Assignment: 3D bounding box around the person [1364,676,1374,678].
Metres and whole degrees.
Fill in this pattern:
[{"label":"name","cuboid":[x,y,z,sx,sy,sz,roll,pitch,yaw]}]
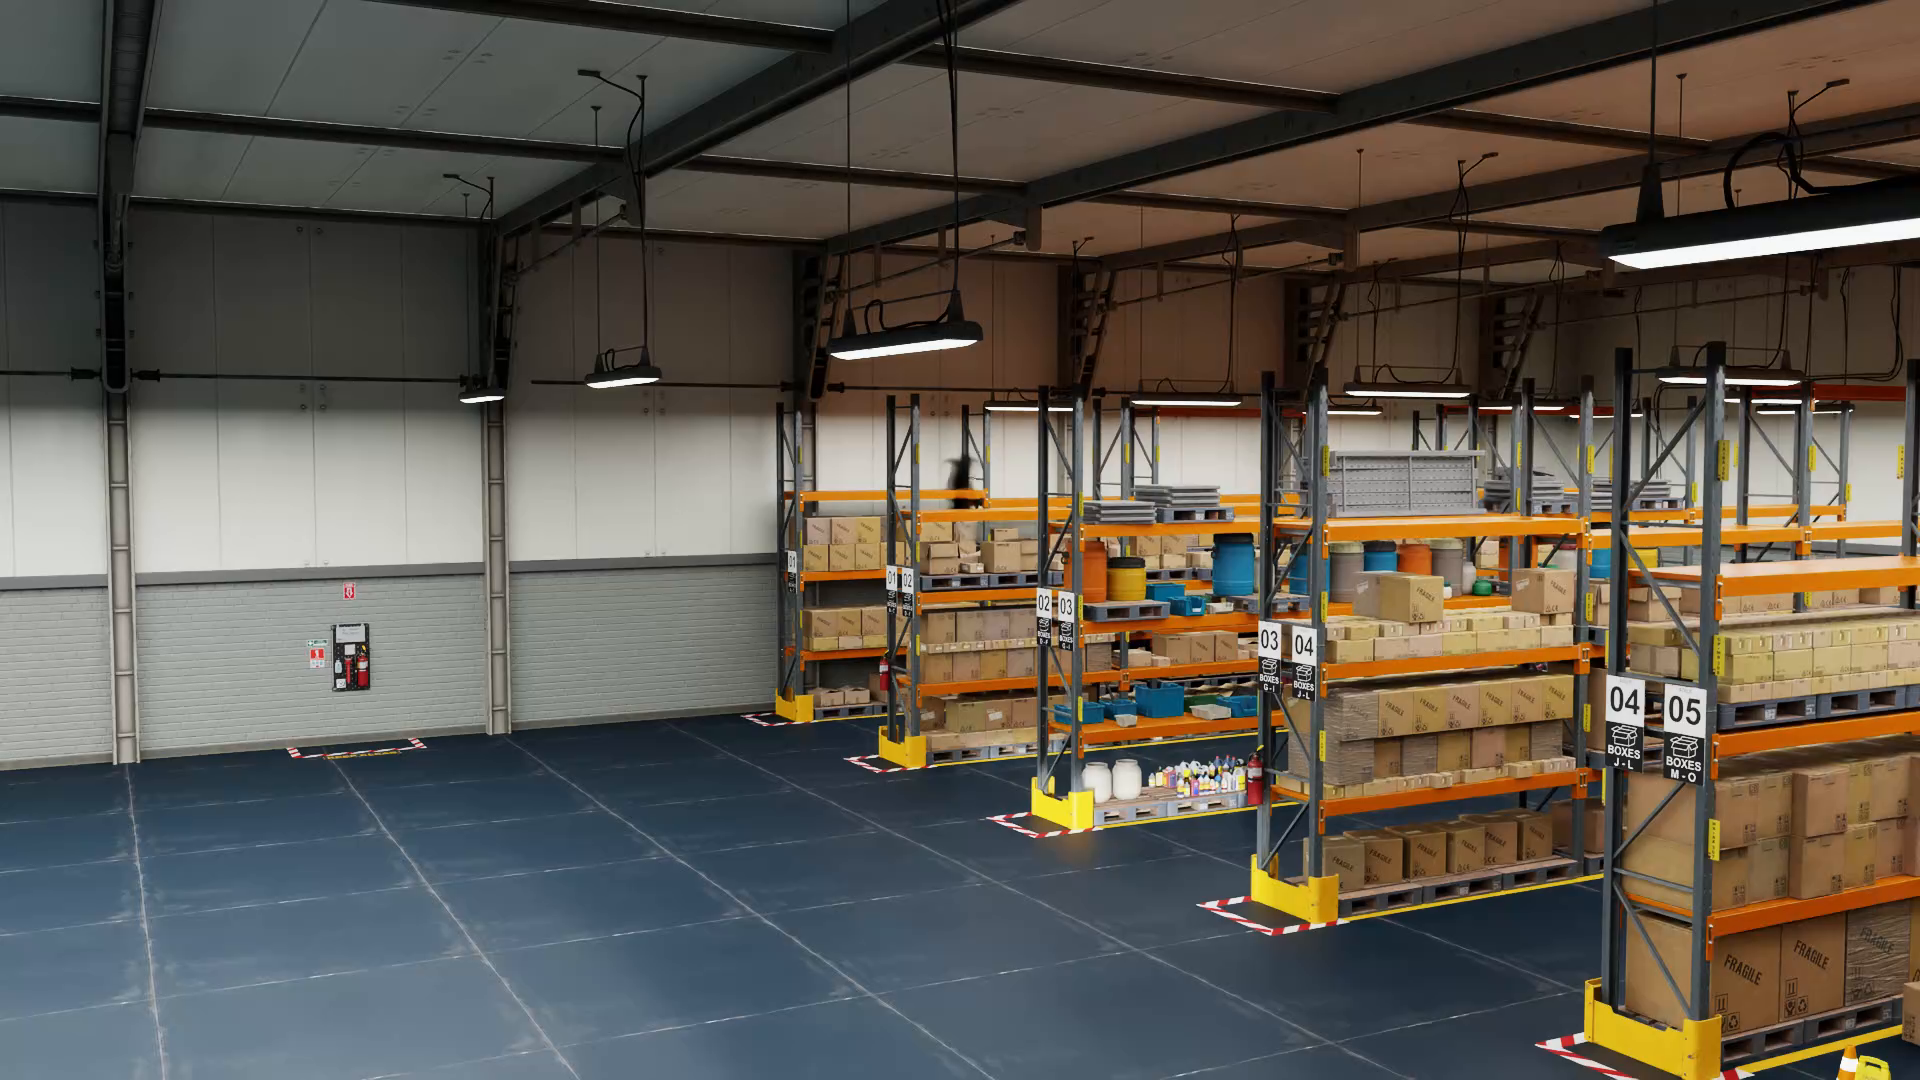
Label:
[{"label":"person","cuboid":[6.876,2.816,27.638,0.800,1.604,0.545,-1,4,-24]}]
